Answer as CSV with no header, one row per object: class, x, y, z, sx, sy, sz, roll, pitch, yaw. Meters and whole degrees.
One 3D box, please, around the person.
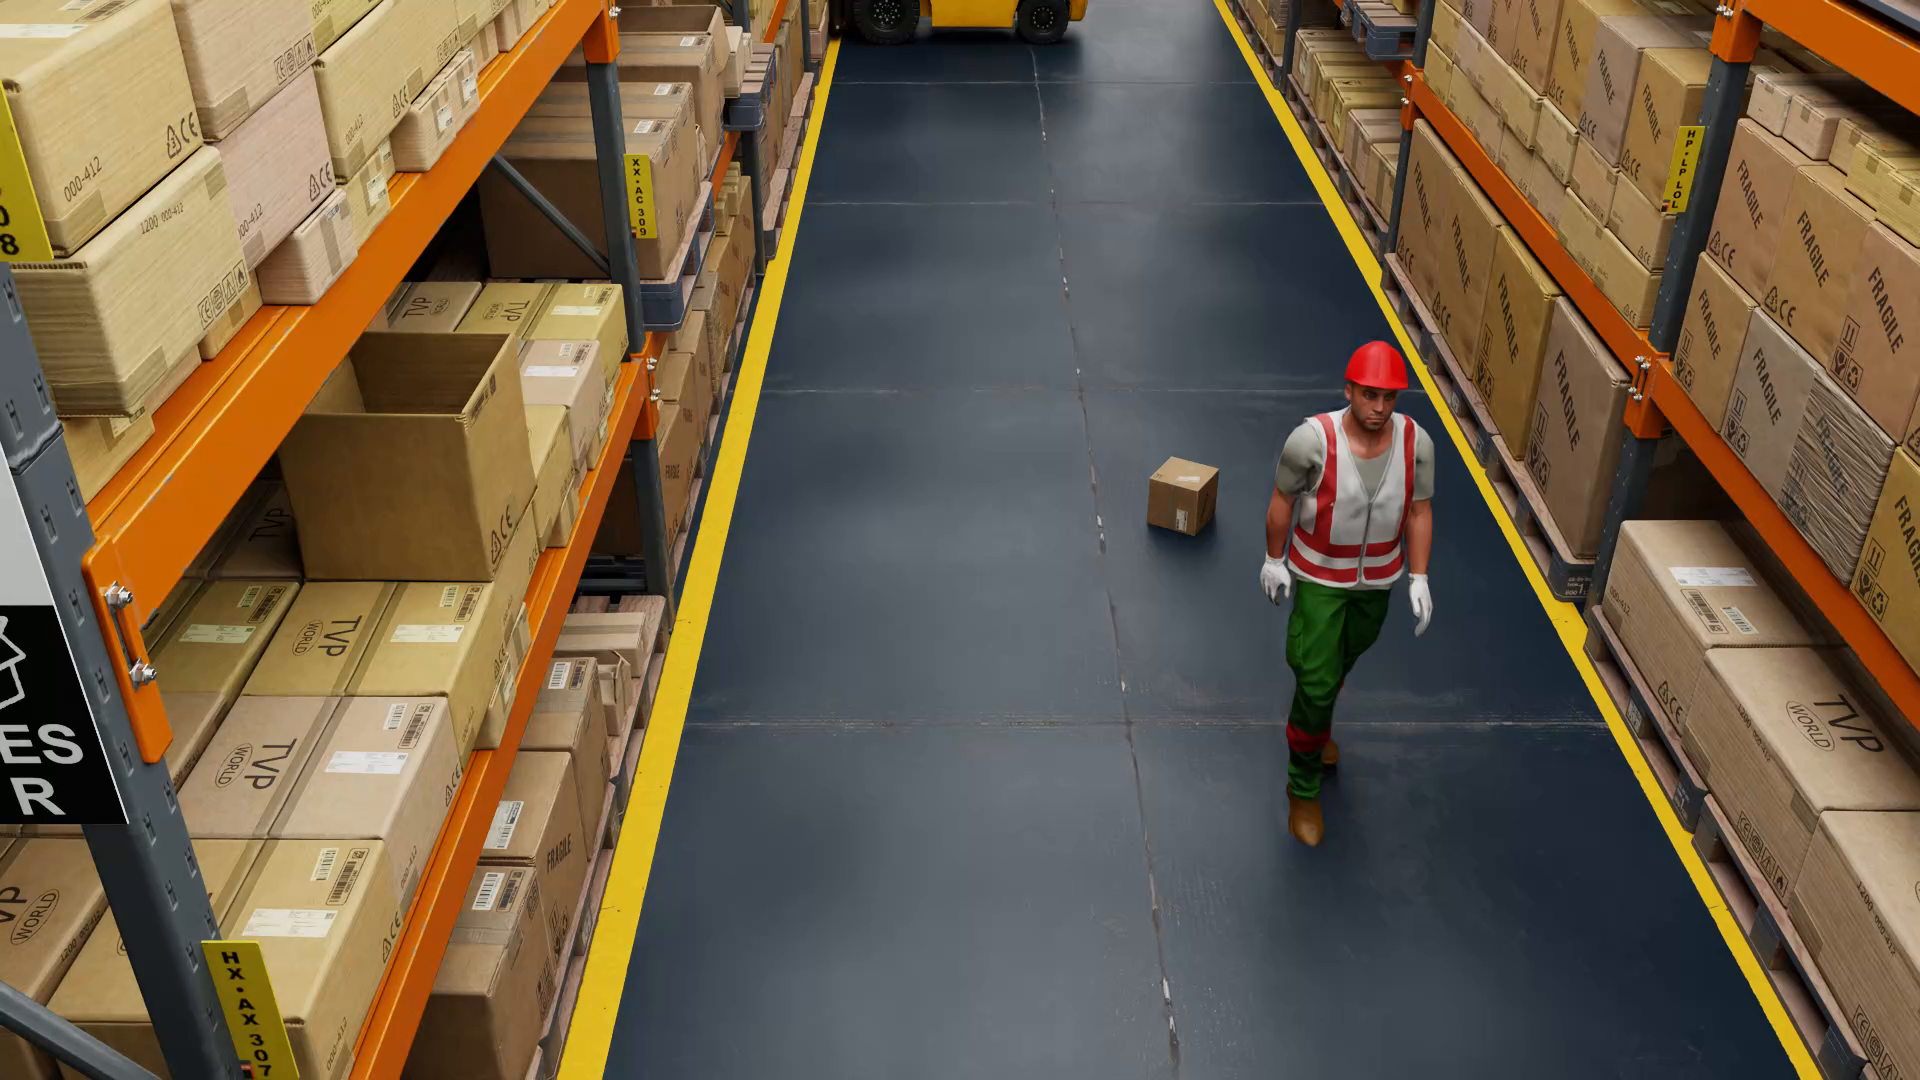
person,1.365,0.170,5.846,0.545,1.841,0.666,-5,32,-8
